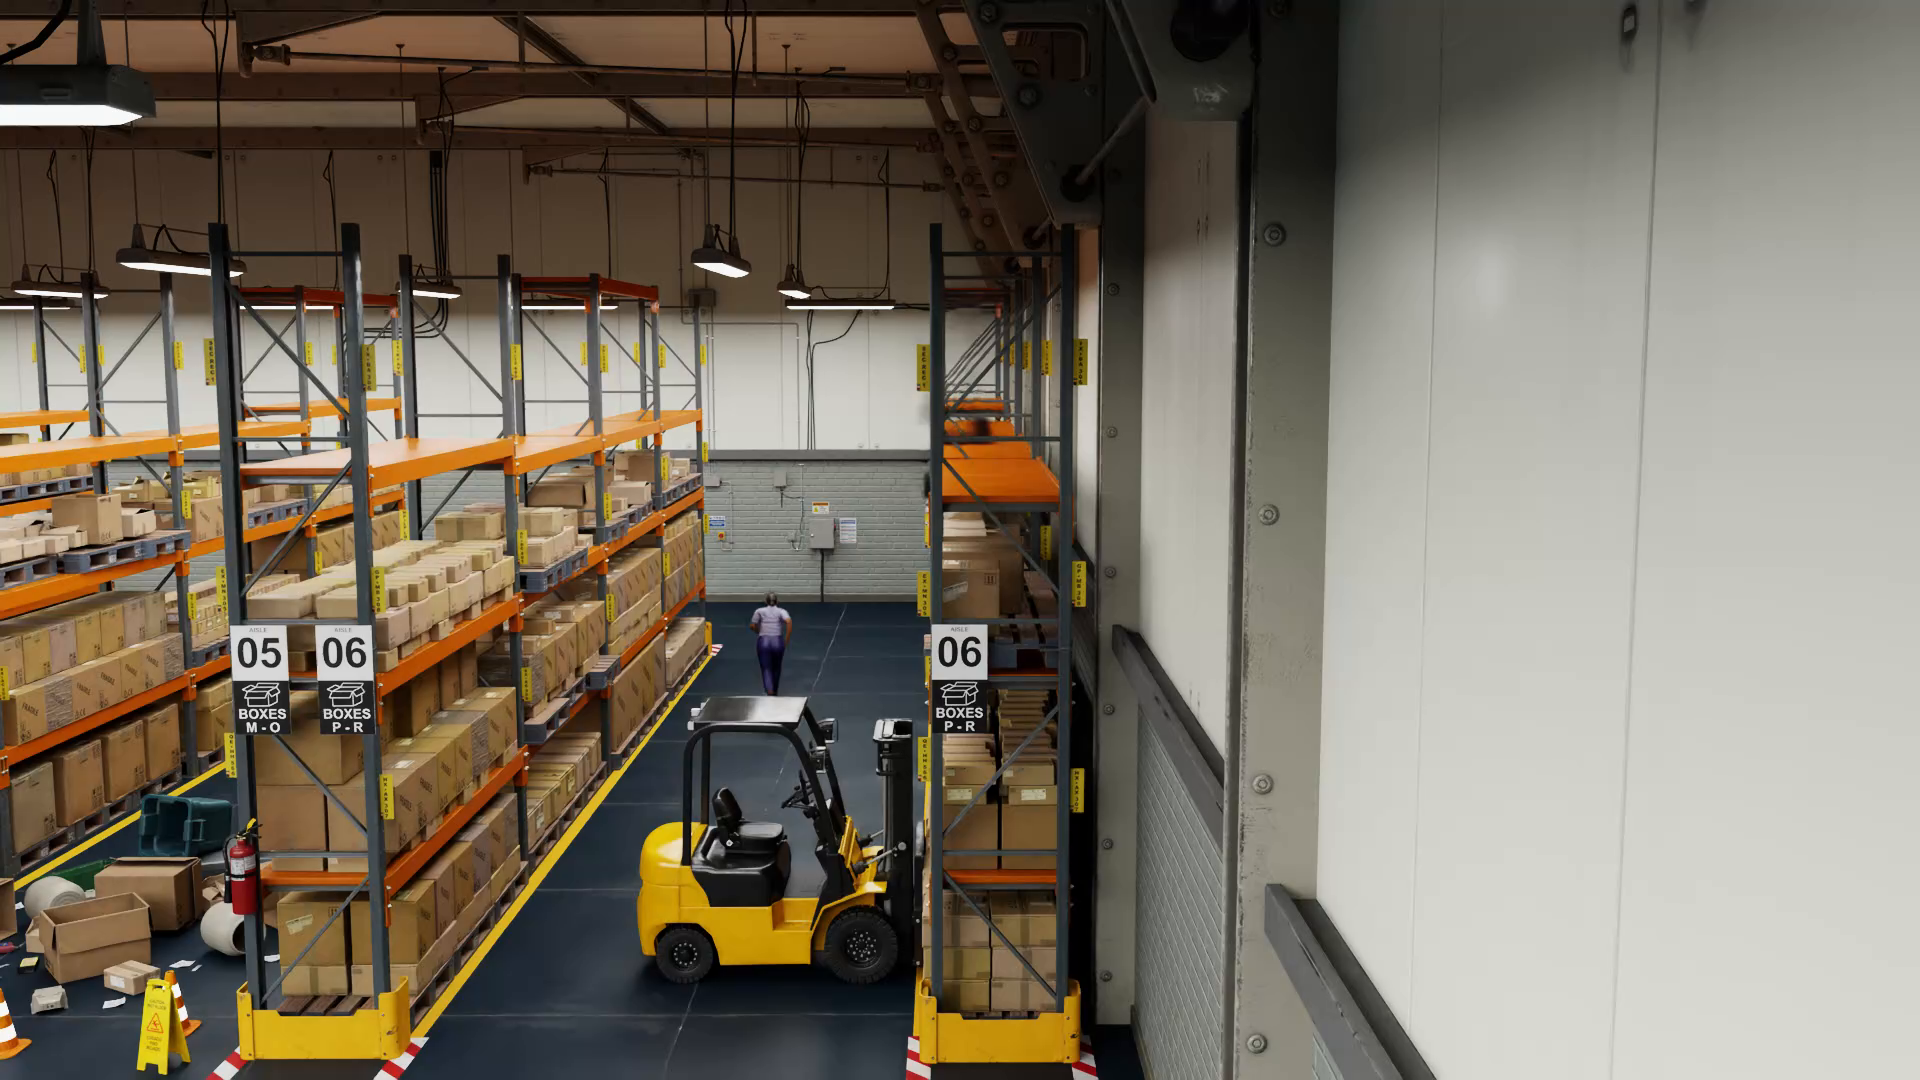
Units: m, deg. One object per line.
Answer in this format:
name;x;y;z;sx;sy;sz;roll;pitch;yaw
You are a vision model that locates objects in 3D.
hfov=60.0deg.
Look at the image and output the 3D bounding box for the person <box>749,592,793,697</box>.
person;-2.706;1.603;23.847;0.609;1.640;1.020;-1;7;-10
